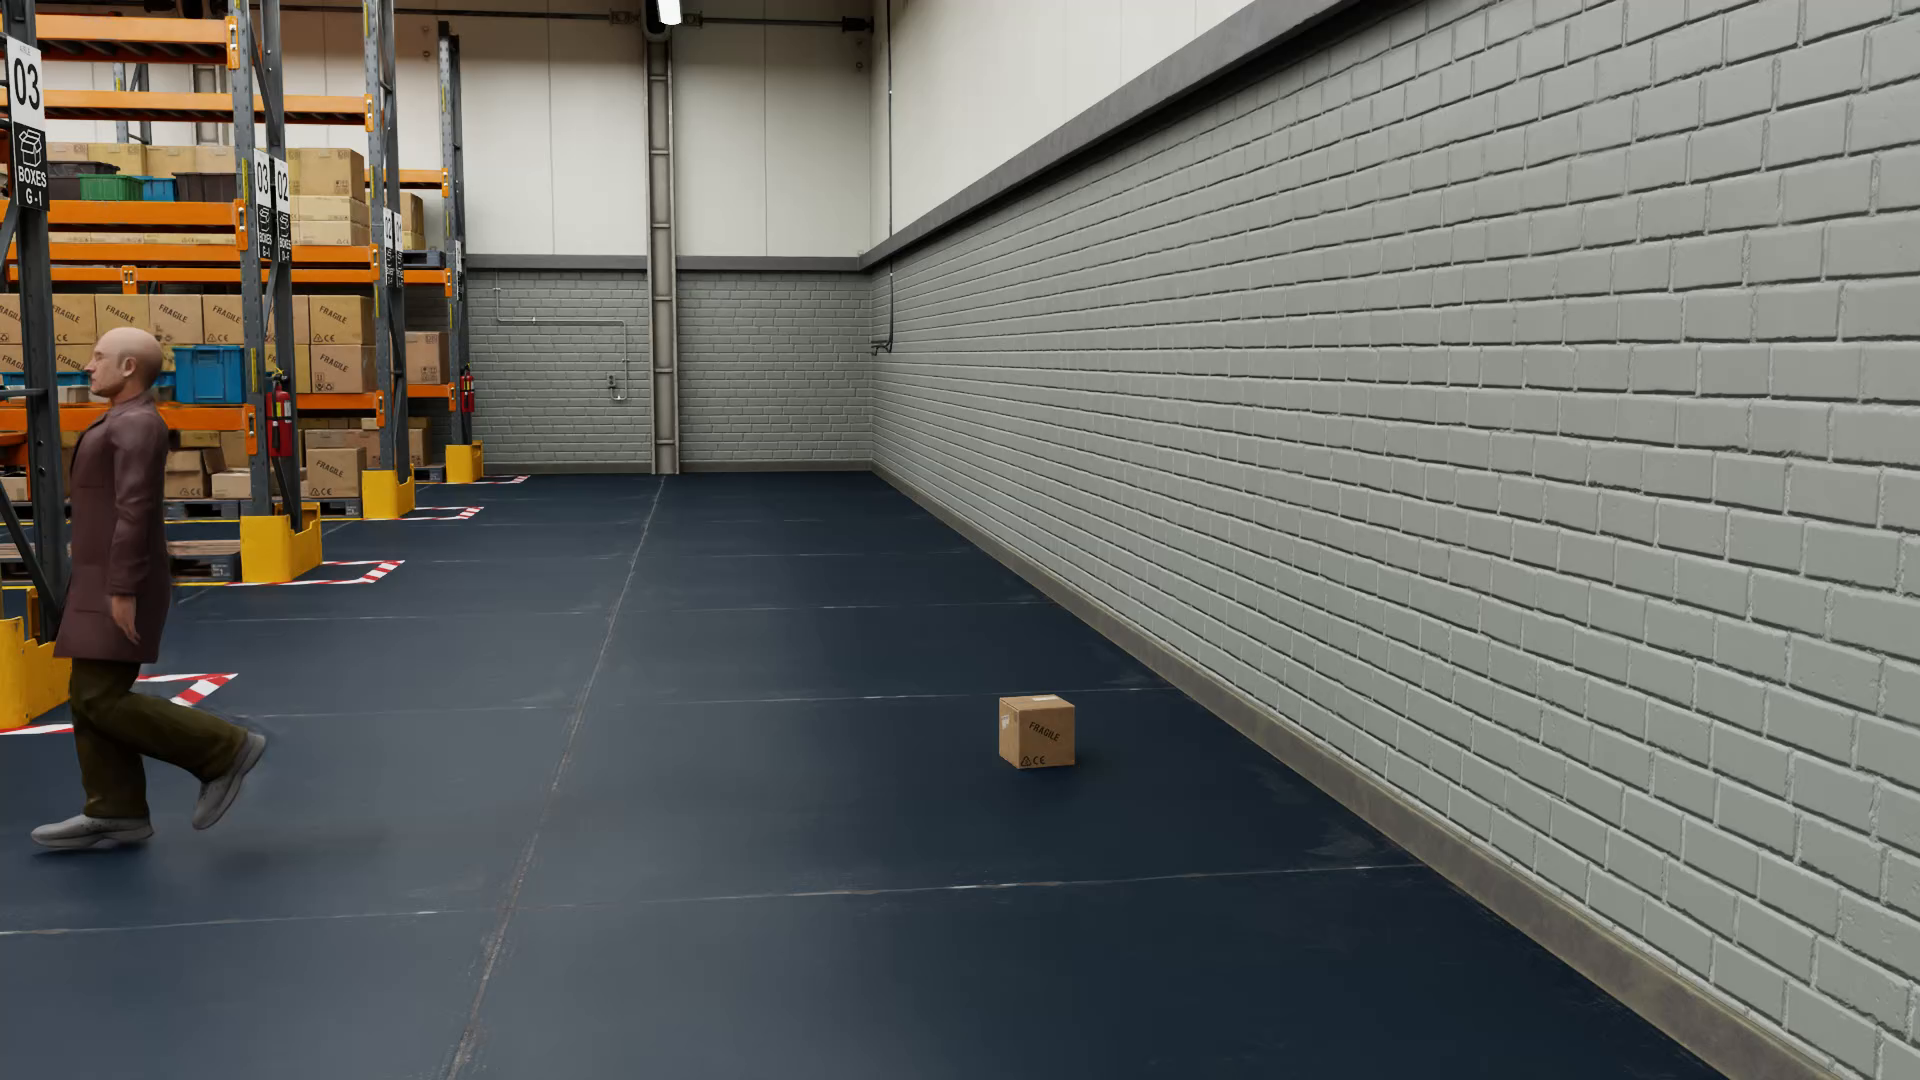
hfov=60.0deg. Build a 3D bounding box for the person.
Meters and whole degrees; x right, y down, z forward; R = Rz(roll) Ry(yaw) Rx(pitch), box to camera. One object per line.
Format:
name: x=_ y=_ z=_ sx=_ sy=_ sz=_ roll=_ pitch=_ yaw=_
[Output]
person: x=-2.815 y=0.165 z=5.637 sx=0.684 sy=1.762 sz=0.574 roll=-3 pitch=7 yaw=-27
